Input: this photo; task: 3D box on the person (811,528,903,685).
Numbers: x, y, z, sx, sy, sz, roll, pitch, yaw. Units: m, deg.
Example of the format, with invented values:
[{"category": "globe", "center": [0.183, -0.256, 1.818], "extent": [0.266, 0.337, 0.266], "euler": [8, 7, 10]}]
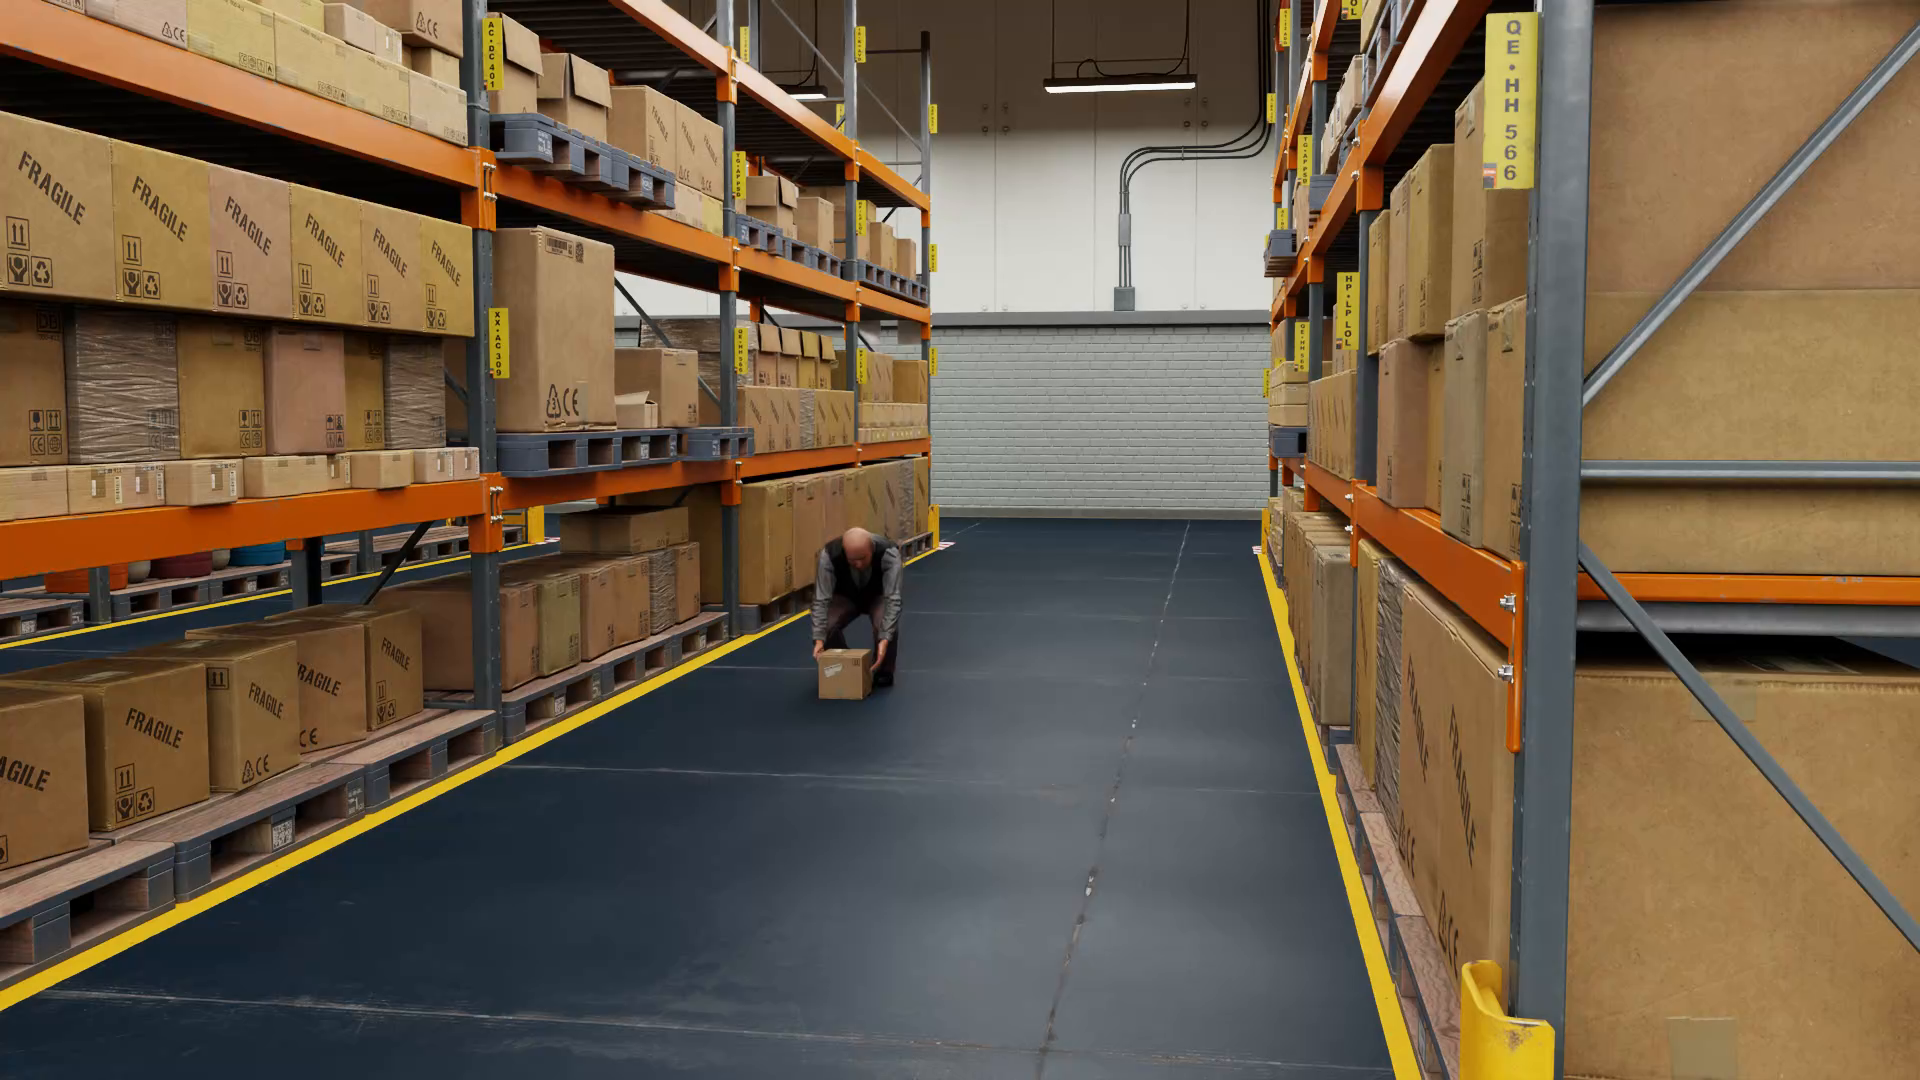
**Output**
[{"category": "person", "center": [-0.574, 0.388, 9.797], "extent": [0.547, 0.951, 0.865], "euler": [1, 4, 8]}]
